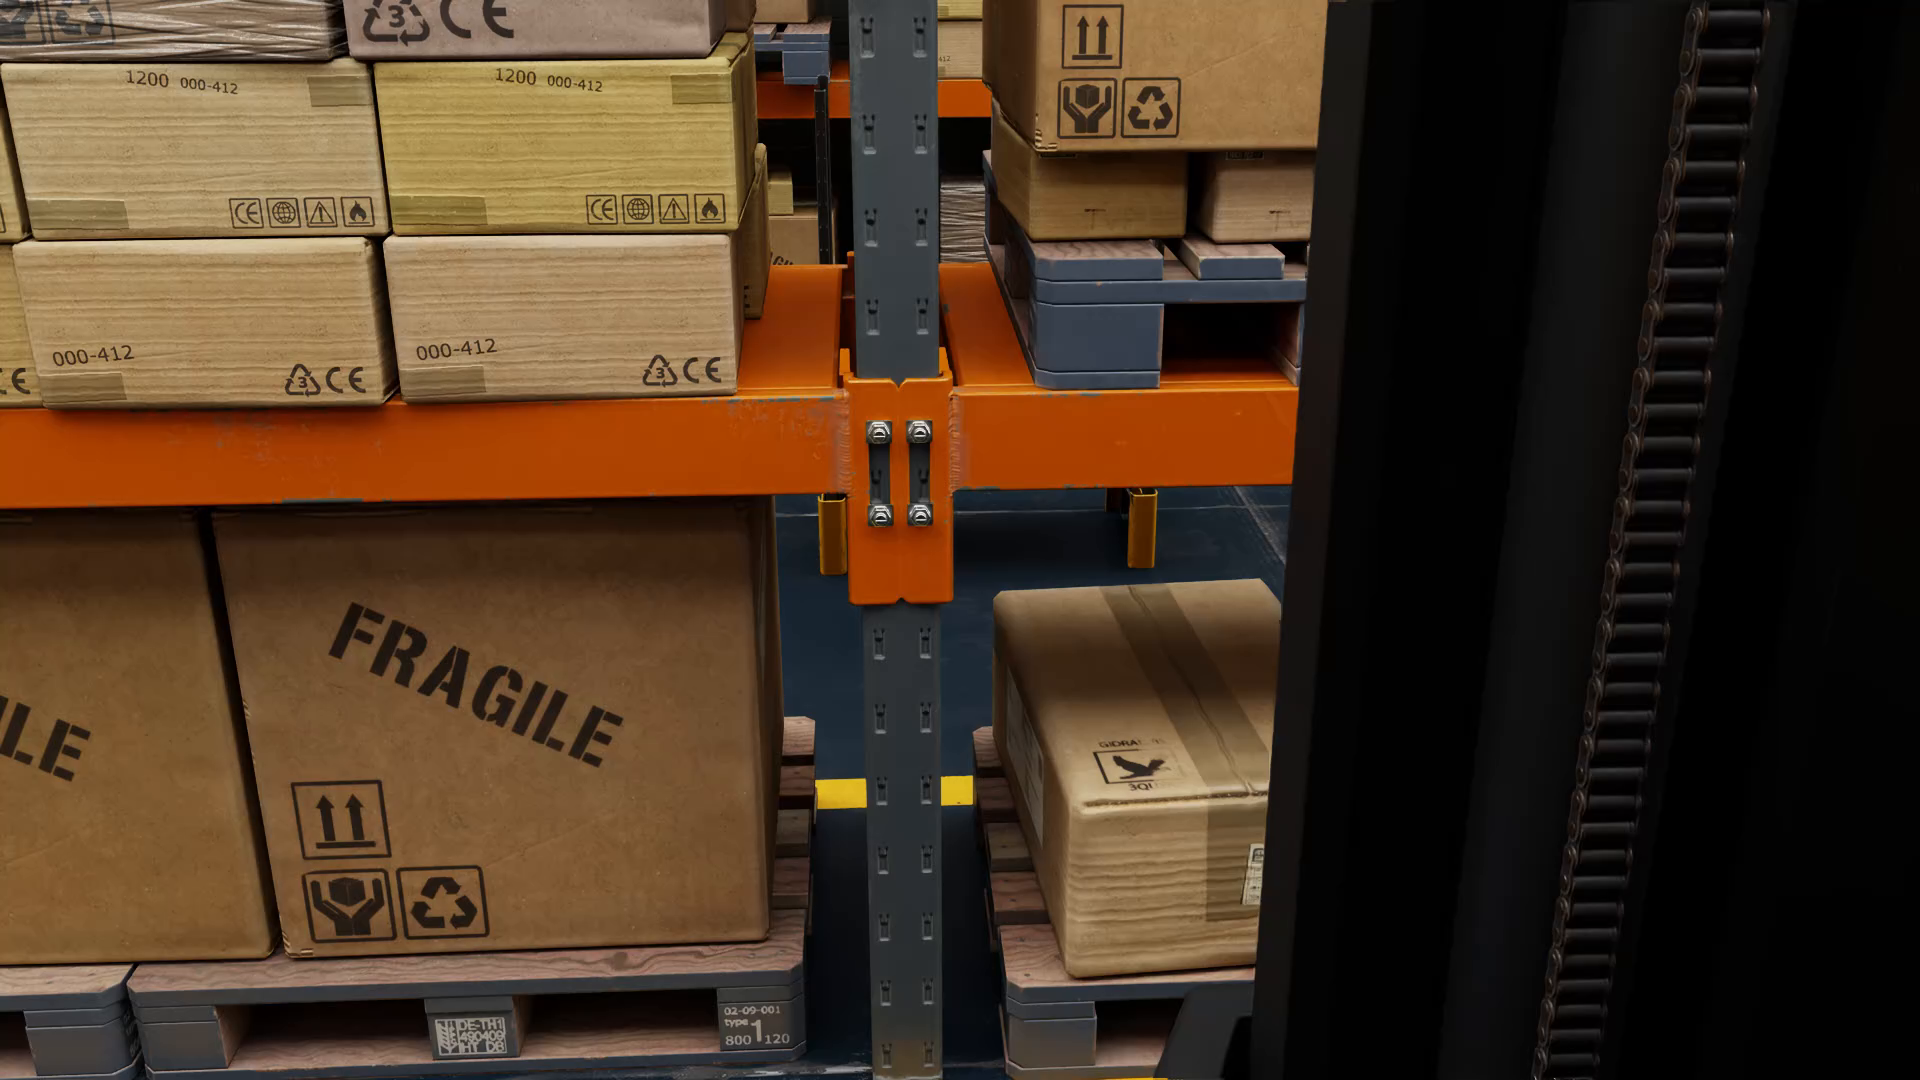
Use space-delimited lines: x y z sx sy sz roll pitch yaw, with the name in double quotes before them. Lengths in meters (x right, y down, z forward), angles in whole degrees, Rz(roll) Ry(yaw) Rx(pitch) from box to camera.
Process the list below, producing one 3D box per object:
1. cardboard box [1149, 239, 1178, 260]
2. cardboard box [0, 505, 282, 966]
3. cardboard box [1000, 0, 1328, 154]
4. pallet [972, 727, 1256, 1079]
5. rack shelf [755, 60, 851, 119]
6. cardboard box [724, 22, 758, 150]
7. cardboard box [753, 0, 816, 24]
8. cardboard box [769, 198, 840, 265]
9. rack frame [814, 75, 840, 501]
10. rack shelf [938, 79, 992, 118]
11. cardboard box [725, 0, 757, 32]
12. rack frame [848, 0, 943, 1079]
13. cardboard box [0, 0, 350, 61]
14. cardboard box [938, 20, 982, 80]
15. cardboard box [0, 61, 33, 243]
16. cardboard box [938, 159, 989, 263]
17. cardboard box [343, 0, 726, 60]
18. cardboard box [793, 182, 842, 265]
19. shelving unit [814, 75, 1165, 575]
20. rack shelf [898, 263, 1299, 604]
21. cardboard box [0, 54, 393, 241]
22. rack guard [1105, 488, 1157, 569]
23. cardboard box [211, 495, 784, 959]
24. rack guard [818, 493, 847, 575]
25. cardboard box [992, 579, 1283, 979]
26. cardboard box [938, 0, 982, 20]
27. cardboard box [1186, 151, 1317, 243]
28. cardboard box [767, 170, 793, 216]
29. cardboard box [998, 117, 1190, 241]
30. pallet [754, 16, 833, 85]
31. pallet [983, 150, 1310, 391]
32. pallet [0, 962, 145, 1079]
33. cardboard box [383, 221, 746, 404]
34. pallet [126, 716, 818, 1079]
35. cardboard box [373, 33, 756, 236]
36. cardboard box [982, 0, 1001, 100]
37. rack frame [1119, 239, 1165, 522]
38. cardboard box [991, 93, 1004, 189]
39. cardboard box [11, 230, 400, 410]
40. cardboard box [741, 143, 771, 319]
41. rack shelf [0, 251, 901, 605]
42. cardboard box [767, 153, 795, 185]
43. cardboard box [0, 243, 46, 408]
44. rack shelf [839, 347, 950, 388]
"cardboard box" 0.865 -1.462 7.992 0.625 0.625 0.875 0 21 -1
"cardboard box" -1.708 0.209 3.251 0.875 0.875 0.875 -1 21 -2
"cardboard box" 0.339 -0.897 2.613 0.500 0.500 0.500 -2 21 -5
"pallet" 0.657 0.699 3.487 1.213 0.211 1.003 -1 21 -3
"rack shelf" -2.407 -1.975 7.603 4.000 0.370 1.077 -1 21 -3
"cardboard box" -0.643 -0.829 3.092 0.500 0.250 0.500 -1 21 -3
"cardboard box" -0.933 -2.640 7.608 0.500 0.500 0.500 0 21 -1
"cardboard box" -0.820 -1.295 7.729 0.500 0.500 0.500 -1 21 -1
"rack frame" -0.422 -0.692 5.332 0.032 1.500 0.500 -1 21 -3
"rack shelf" 1.587 -2.056 7.817 4.000 0.370 1.077 -1 21 -3
"cardboard box" -0.629 -1.179 2.957 0.500 0.500 0.500 -2 21 -5
"rack frame" -0.123 -0.588 2.951 0.127 3.000 1.000 -1 21 -3
"cardboard box" -1.136 -0.986 2.448 0.500 0.500 0.500 -1 21 -2
"cardboard box" 0.047 -2.204 7.404 0.500 0.250 0.500 -1 21 -3
"cardboard box" -1.614 -0.622 2.548 0.500 0.250 0.500 -2 21 -4
"cardboard box" 0.213 -1.446 7.950 0.625 0.625 0.875 -1 21 -1
"cardboard box" -0.624 -0.999 2.483 0.500 0.500 0.500 -2 21 -5
"cardboard box" -0.847 -1.471 8.191 0.500 0.500 0.500 0 21 -1
"shelving unit" 0.076 -0.702 5.358 1.083 1.500 0.587 -1 21 -3
"rack shelf" 1.874 -0.293 3.185 4.000 0.370 1.077 -1 21 -3
"cardboard box" -1.104 -0.640 2.595 0.500 0.250 0.500 -2 21 -4
"rack guard" 0.573 -0.128 5.607 0.087 0.250 0.587 -1 21 -3
"cardboard box" -0.817 0.193 3.295 0.875 0.875 0.875 -1 21 -4
"rack guard" -0.421 -0.108 5.554 0.087 0.250 0.587 -1 21 -3
"cardboard box" 0.442 0.435 3.364 0.625 0.372 0.950 -3 21 -7
"cardboard box" 0.048 -2.428 7.292 0.500 0.250 0.500 -1 21 -3
"cardboard box" 0.496 -0.602 2.748 0.250 0.149 0.380 -2 21 -6
"cardboard box" -0.889 -1.583 7.574 0.250 0.149 0.380 -2 21 -6
"cardboard box" 0.212 -0.608 2.765 0.250 0.149 0.380 -2 21 -6
"pallet" -1.083 -2.223 7.514 1.003 0.211 1.213 -1 21 -3
"pallet" 0.582 -0.551 3.122 1.003 0.211 1.213 -1 21 -3
"pallet" -2.130 0.728 3.413 1.213 0.211 1.003 -1 21 -3
"cardboard box" -0.613 -0.416 2.708 0.500 0.250 0.500 -2 21 -5
"pallet" -0.914 0.704 3.475 1.213 0.211 1.003 -1 21 -3
"cardboard box" -0.592 -0.652 2.626 0.500 0.250 0.500 -1 21 -3
"cardboard box" 0.315 -1.078 3.089 0.500 0.500 0.500 -2 21 -5
"rack frame" 0.593 -0.713 5.386 0.032 1.500 0.500 -1 21 -3
"cardboard box" 0.191 -0.757 3.158 0.250 0.149 0.380 0 21 -1
"cardboard box" -1.122 -0.400 2.666 0.500 0.250 0.500 -1 21 -2
"cardboard box" -0.626 -0.598 3.186 0.500 0.250 0.500 -2 21 -4
"rack shelf" -2.120 -0.212 2.972 4.000 0.370 1.077 -1 21 -3
"cardboard box" -0.949 -1.783 8.099 0.250 0.149 0.380 0 21 0
"cardboard box" -1.626 -0.395 2.654 0.500 0.250 0.500 -1 21 -4
"rack shelf" 0.085 -0.535 5.423 1.000 0.185 0.538 -1 21 -3
